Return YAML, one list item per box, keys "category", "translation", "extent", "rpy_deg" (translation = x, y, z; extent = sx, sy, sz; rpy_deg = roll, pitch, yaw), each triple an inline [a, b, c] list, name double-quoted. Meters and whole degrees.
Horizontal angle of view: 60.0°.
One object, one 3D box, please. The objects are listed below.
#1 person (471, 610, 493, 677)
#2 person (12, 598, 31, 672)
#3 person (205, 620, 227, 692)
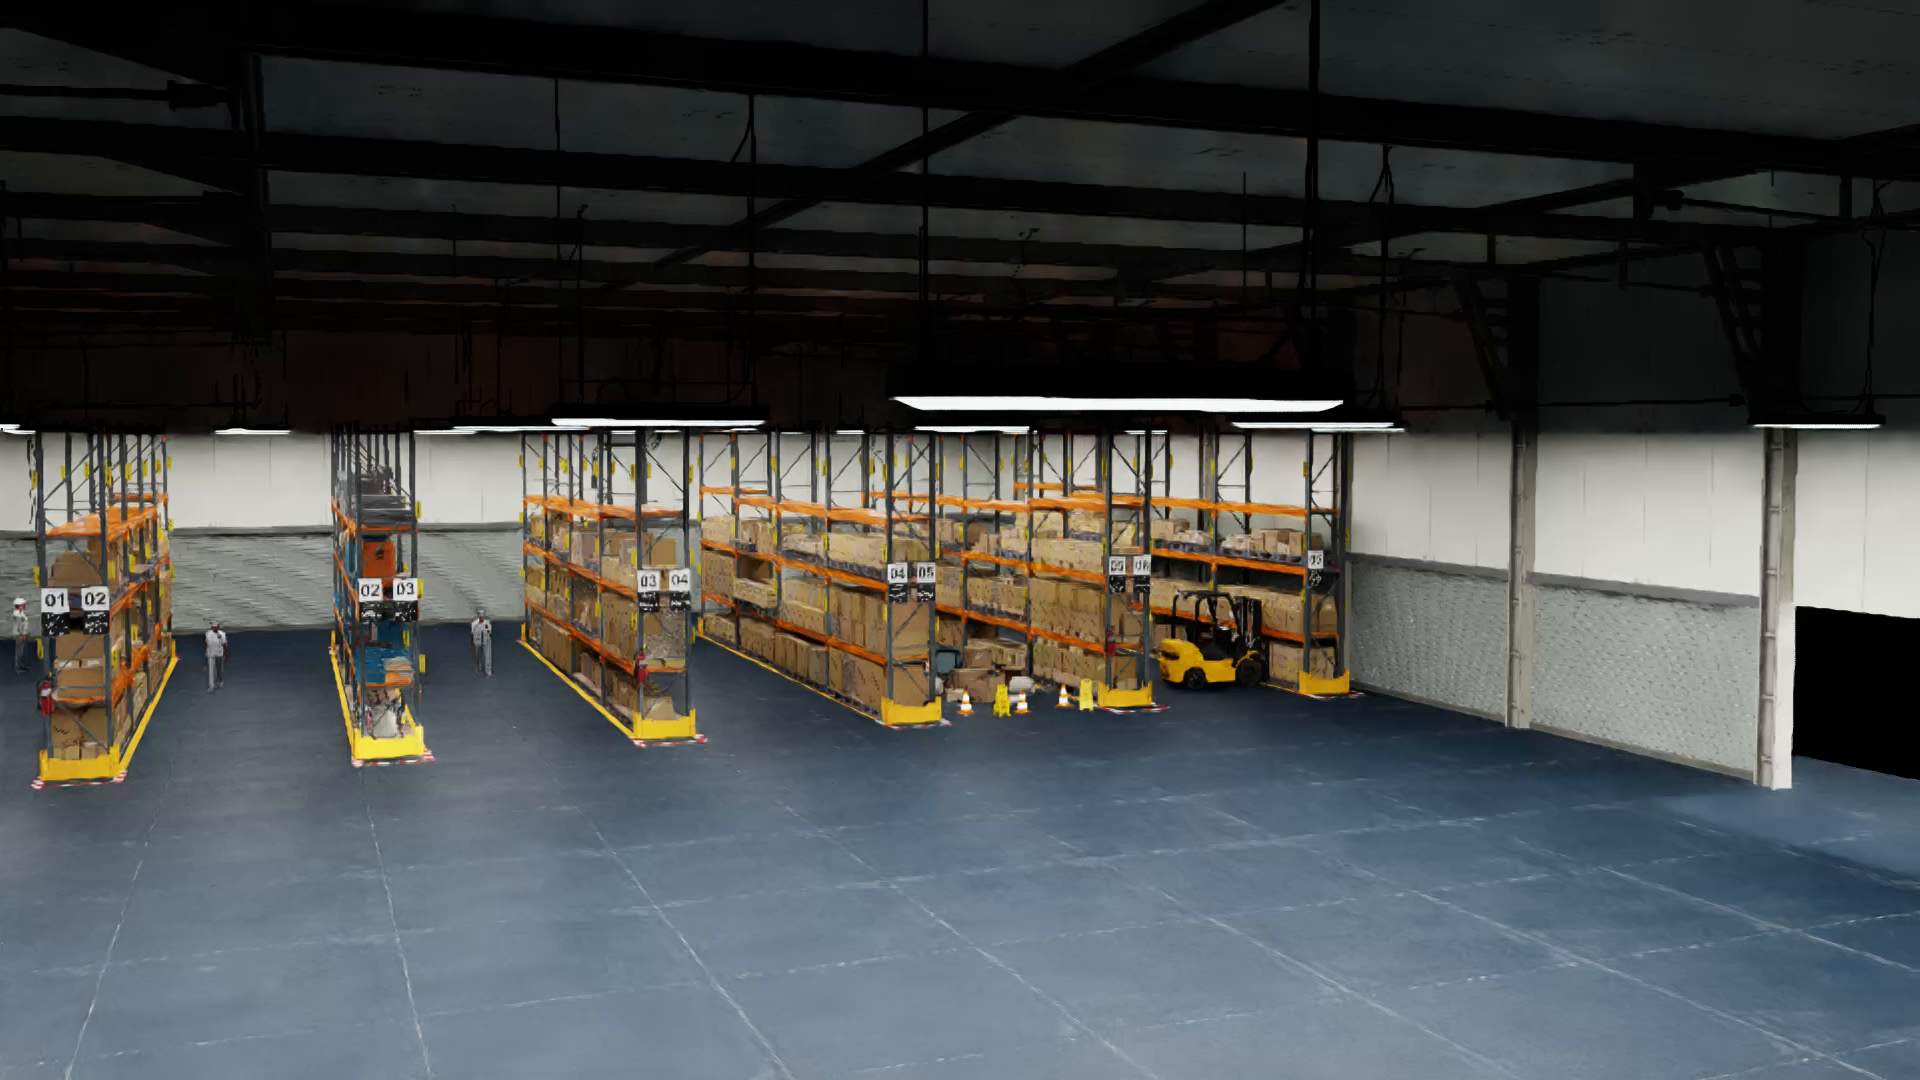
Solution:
- category: "person"
  translation: [-11.389, 2.445, 39.583]
  extent: [0.497, 1.583, 1.090]
  rpy_deg: [-1, 4, -19]
- category: "person"
  translation: [-22.794, 2.294, 40.373]
  extent: [0.384, 1.780, 0.653]
  rpy_deg: [-2, 4, -30]
- category: "person"
  translation: [-16.728, 2.578, 37.411]
  extent: [0.445, 1.580, 1.091]
  rpy_deg: [-2, 4, -24]
